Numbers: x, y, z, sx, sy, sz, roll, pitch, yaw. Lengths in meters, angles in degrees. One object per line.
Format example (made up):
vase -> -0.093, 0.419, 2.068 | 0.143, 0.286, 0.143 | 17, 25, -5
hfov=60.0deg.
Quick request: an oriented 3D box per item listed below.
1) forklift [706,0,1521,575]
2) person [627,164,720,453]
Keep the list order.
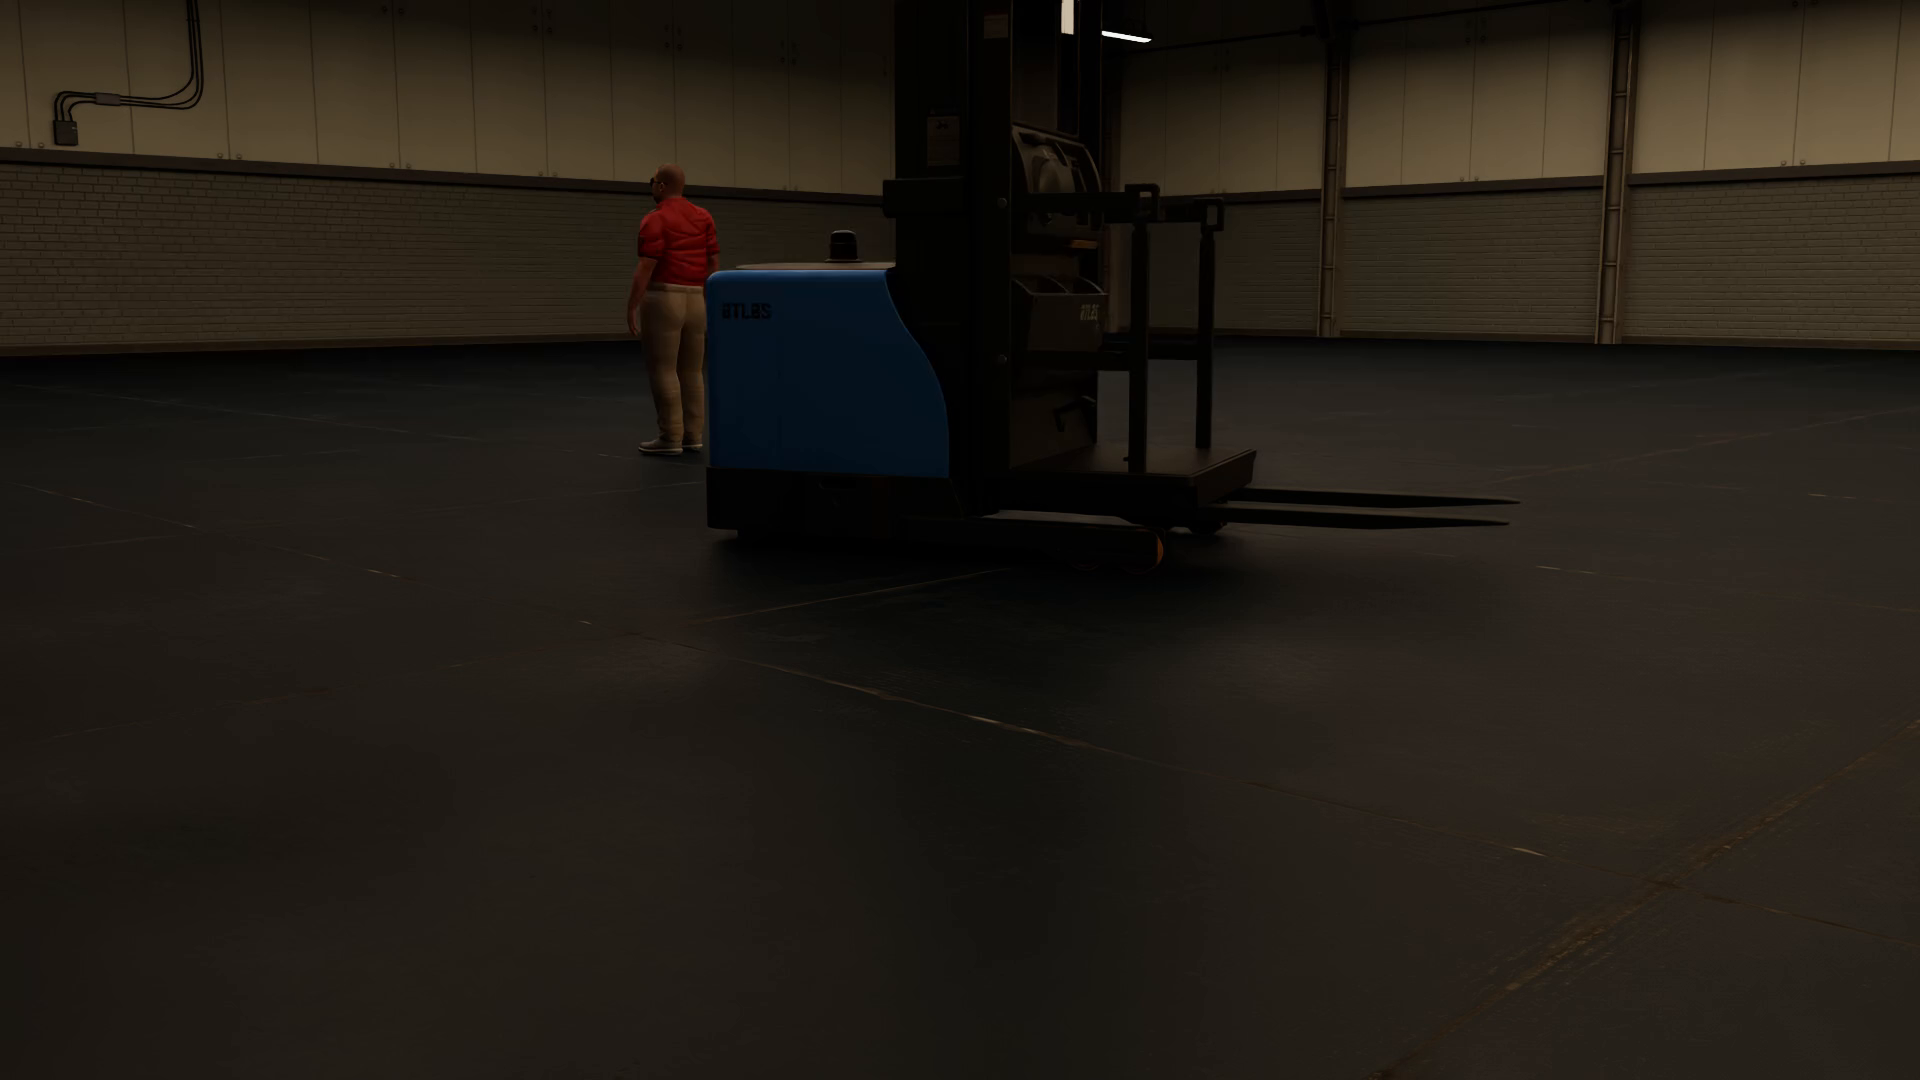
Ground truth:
forklift -> 0.565, -1.416, 6.275 | 3.031, 2.935, 1.130 | 3, 9, 22
person -> -1.797, -1.390, 10.091 | 0.551, 1.727, 0.641 | 7, 11, 40
